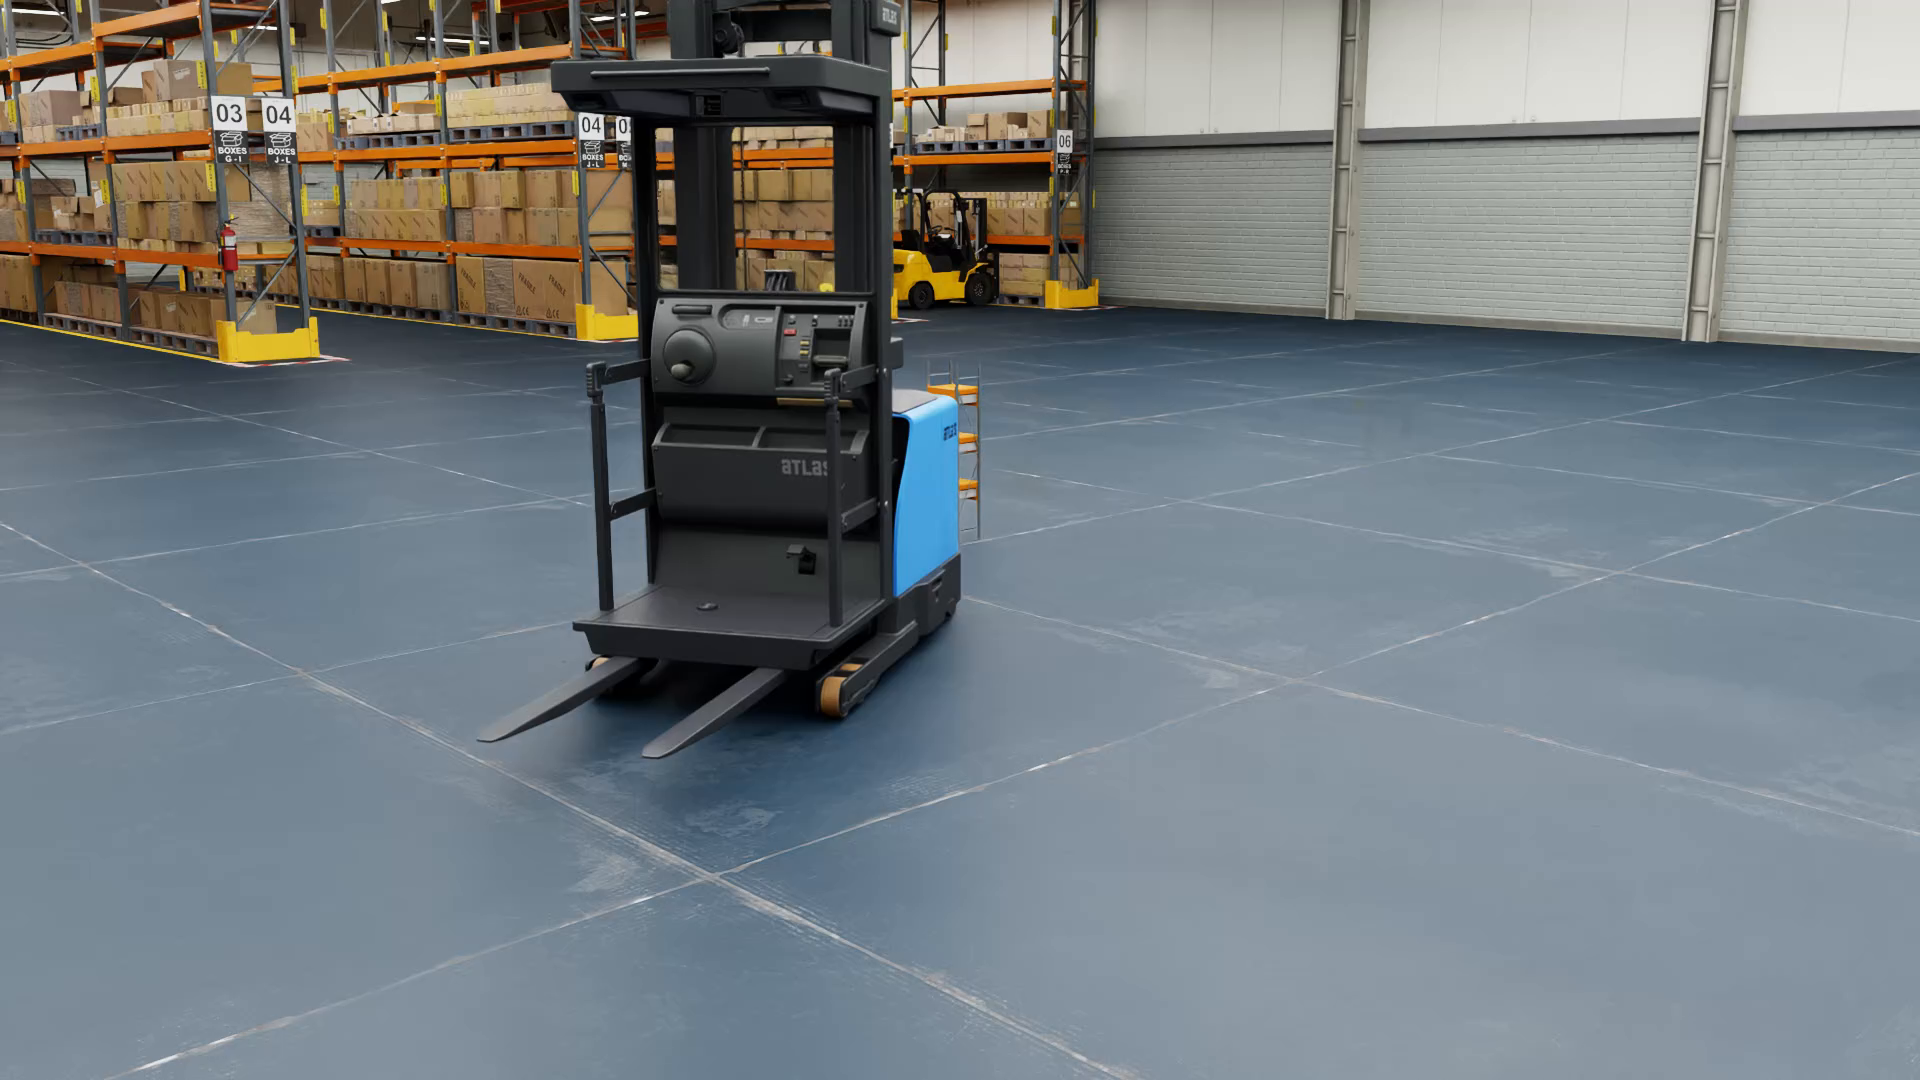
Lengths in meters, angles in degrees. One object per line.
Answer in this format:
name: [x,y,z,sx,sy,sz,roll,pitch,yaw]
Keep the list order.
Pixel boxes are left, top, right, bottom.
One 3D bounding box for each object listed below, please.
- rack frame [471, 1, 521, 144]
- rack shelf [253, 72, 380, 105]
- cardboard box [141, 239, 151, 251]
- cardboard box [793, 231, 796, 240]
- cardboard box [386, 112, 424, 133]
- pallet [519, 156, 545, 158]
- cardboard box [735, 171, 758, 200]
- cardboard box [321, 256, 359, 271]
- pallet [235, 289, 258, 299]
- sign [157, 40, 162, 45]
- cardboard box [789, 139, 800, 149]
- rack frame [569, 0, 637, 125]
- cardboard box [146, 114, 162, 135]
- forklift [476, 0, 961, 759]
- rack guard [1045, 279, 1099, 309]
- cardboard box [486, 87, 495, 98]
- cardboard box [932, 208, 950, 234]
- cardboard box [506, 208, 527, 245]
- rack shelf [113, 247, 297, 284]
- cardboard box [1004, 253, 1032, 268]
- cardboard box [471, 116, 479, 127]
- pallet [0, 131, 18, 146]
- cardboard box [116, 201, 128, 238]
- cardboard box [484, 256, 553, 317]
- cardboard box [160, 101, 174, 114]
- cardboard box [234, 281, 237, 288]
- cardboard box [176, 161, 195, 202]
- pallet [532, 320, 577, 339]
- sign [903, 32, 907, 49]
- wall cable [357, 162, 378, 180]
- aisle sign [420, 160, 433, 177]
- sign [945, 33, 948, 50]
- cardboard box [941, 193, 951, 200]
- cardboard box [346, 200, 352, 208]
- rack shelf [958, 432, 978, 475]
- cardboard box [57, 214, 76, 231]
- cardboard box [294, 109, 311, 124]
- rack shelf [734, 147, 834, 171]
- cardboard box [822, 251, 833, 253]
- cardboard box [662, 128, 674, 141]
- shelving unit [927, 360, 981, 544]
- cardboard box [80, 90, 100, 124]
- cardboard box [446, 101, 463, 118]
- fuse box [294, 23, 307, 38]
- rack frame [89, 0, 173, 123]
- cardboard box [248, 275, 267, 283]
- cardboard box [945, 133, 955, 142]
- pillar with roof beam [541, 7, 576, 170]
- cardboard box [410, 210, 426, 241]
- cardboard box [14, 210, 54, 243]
rack frame: [-9.802,-9.826,35.302,1.000,3.000,0.127,-11,16,-43]
rack shelf: [-11.932,-8.281,30.578,1.077,0.370,4.000,-11,16,-43]
cardboard box: [-10.836,-3.994,22.487,0.380,0.149,0.250,-11,16,-43]
cardboard box: [-2.620,-5.190,28.291,0.380,0.149,0.250,-11,16,-42]
cardboard box: [-9.158,-6.921,27.567,0.500,0.311,0.500,11,16,43]
pallet: [-8.298,-7.930,34.000,1.003,0.211,1.213,-10,15,-40]
cardboard box: [-3.467,-6.155,28.890,0.700,0.500,0.500,-11,16,-44]
cardboard box: [-11.212,-5.011,30.095,0.500,0.250,0.500,11,16,44]
pallet: [-13.802,-4.910,33.221,1.003,0.211,1.213,-11,16,-43]
sign: [-16.468,-10.125,34.246,0.100,0.325,0.005,-11,16,-43]
cardboard box: [-2.652,-6.646,27.927,0.380,0.149,0.250,-11,16,-43]
rack frame: [-5.026,-7.370,23.382,1.000,3.000,0.127,-11,16,-43]
cardboard box: [-10.245,-5.407,21.659,0.500,0.250,0.500,-11,16,-44]
forklift: [-0.888,-0.825,6.650,1.130,2.935,3.031,3,12,15]
rack guard: [2.089,-4.600,31.002,1.175,0.500,0.348,-11,16,-43]
cardboard box: [-6.903,-6.720,25.022,0.380,0.149,0.250,-11,16,-43]
cardboard box: [-0.201,-6.286,32.741,0.500,0.500,0.500,-11,16,-42]
cardboard box: [-6.402,-4.801,25.408,0.875,0.550,0.500,-11,16,-43]
rack shelf: [-10.064,-3.695,22.193,1.077,0.370,4.000,-11,16,-43]
cardboard box: [1.172,-5.274,31.374,0.500,0.250,0.500,-11,16,-42]
cardboard box: [-7.258,-6.405,25.465,0.380,0.149,0.250,-11,16,-43]
pallet: [-14.691,-6.386,26.507,1.213,0.211,1.003,-10,15,-40]
cardboard box: [-11.179,-4.459,23.137,0.875,0.500,0.500,-11,16,-43]
cardboard box: [-6.779,-3.948,25.864,0.875,0.875,0.875,-11,16,-42]
cardboard box: [-9.994,-5.534,21.288,0.250,0.149,0.380,11,16,42]
cardboard box: [-14.545,-5.153,33.513,0.380,0.149,0.250,-11,16,-43]
cardboard box: [-9.591,-4.557,21.136,0.500,0.500,0.500,-11,16,-43]
pallet: [-5.634,-3.171,24.782,1.003,0.211,1.213,-11,16,-43]
sign: [-1.074,-9.769,32.517,0.100,0.325,0.005,-11,16,-43]
wall cable: [-15.458,-8.988,43.584,0.588,1.984,0.122,-11,16,-43]
aisle sign: [-12.390,-8.798,38.739,0.394,0.787,0.004,-11,16,-43]
sign: [-0.272,-9.959,33.243,0.100,0.325,0.005,-11,16,-43]
cardboard box: [-0.153,-6.723,32.517,0.380,0.149,0.250,-10,16,-41]
cardboard box: [-10.917,-6.106,30.224,0.250,0.149,0.380,11,16,44]
rack shelf: [-0.037,-0.512,9.846,0.215,0.259,0.240,-11,16,-43]
cardboard box: [-13.216,-4.778,25.001,0.500,0.250,0.500,11,16,44]
cardboard box: [-11.921,-7.700,30.272,0.396,0.266,0.258,-11,16,-43]
rack shelf: [-2.897,-6.545,28.593,1.077,0.370,4.000,-11,16,-43]
cardboard box: [-3.032,-5.945,36.180,0.875,0.625,0.625,-10,15,-41]
cardboard box: [-5.132,-7.461,30.588,0.500,0.250,0.500,-11,16,-42]
shelving unit: [-0.037,-0.522,9.843,0.215,1.050,0.252,-11,16,-43]
cardboard box: [-12.349,-6.284,24.249,0.797,0.503,0.637,-10,15,-40]
cardboard box: [-7.653,-6.701,25.915,0.500,0.250,0.500,-11,16,-42]
fuse box: [-16.640,-12.757,41.601,0.513,0.334,0.176,-11,16,-43]
rack frame: [-11.445,-7.277,22.932,1.000,3.000,0.127,-11,16,-43]
cardboard box: [-13.760,-5.139,32.711,0.380,0.149,0.250,-10,16,-41]
cardboard box: [-0.069,-7.793,32.203,0.380,0.149,0.250,-10,15,-41]
pillar with roof beam: [-13.301,-11.021,41.103,9.100,9.000,0.548,-11,16,-43]
cardboard box: [-8.691,-5.177,27.357,0.500,0.500,0.500,-11,16,-43]
cardboard box: [-14.728,-5.009,26.543,0.500,0.500,0.500,-10,15,-41]
